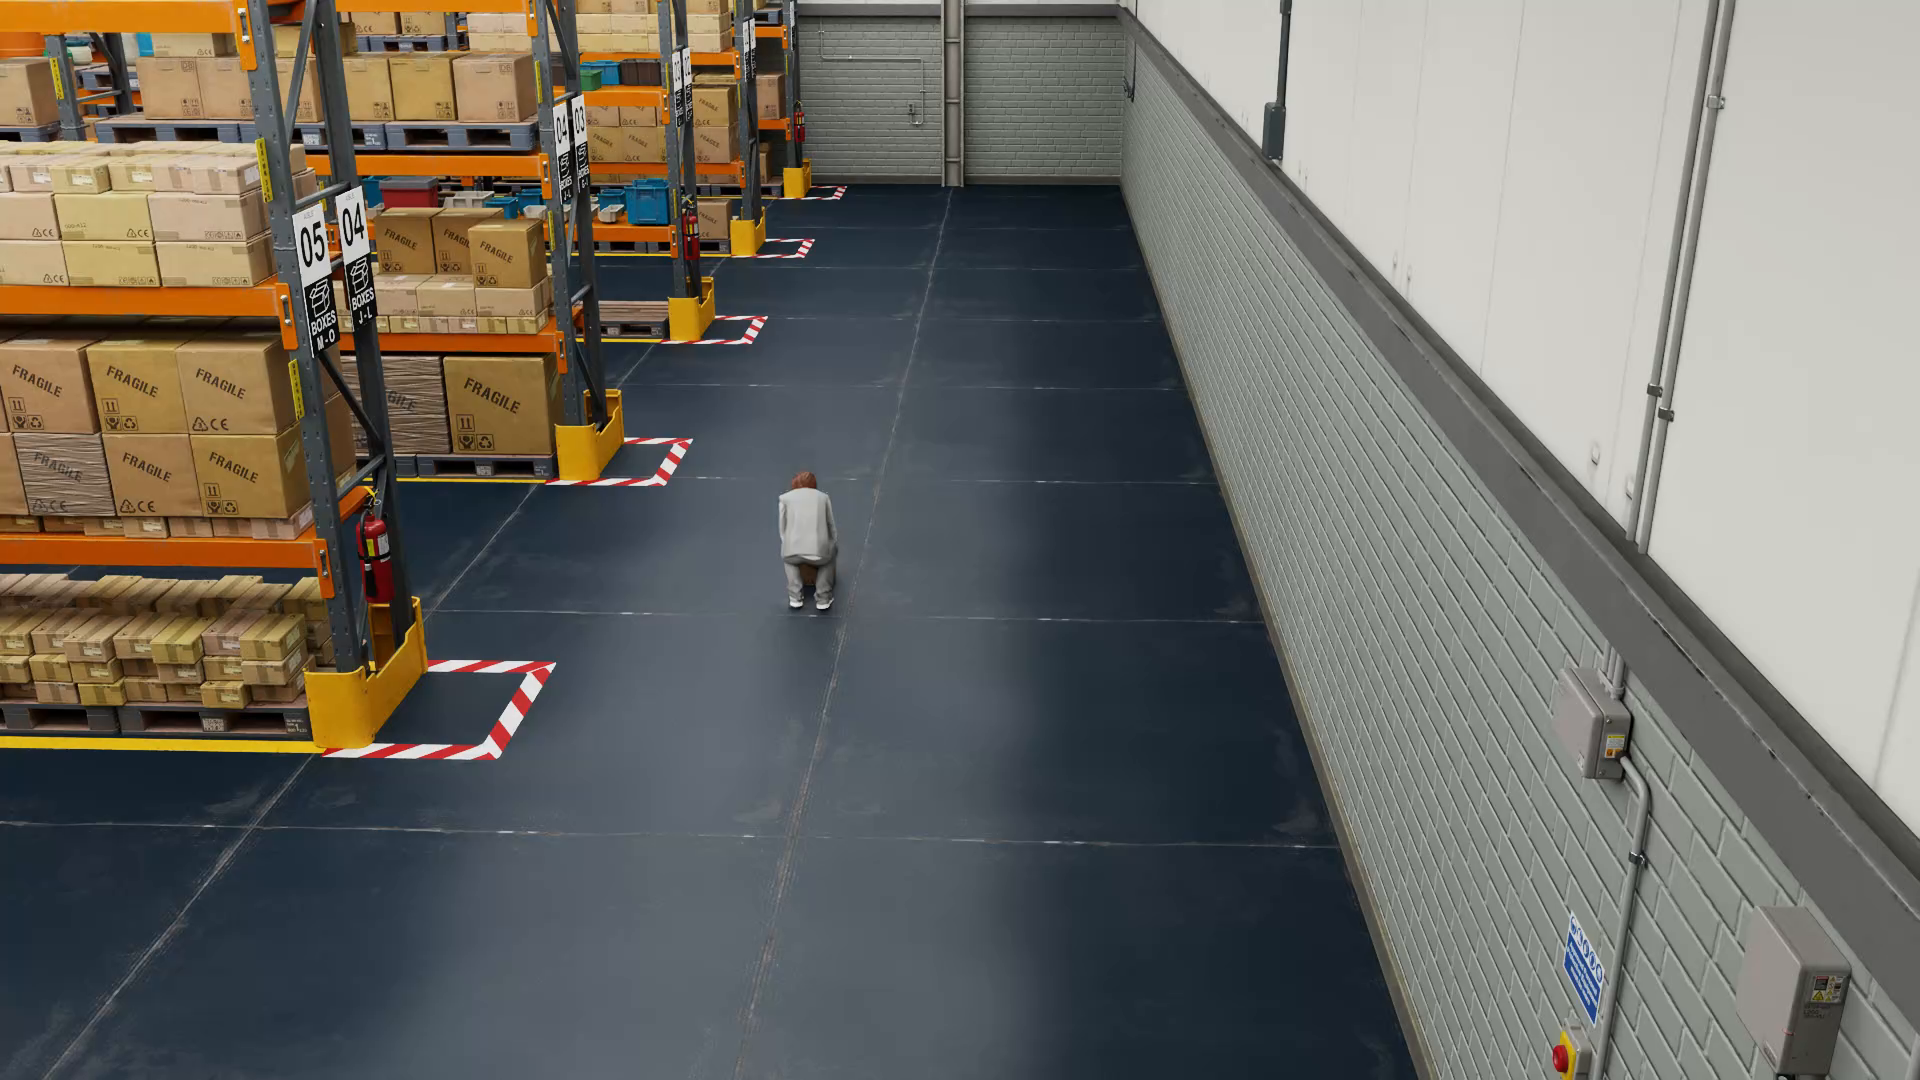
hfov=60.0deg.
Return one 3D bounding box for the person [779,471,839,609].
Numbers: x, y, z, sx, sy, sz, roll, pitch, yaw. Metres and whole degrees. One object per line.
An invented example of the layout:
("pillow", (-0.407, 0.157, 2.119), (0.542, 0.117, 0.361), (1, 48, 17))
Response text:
("person", (-1.110, 0.022, 12.042), (0.444, 0.878, 0.796), (1, 21, 2))
